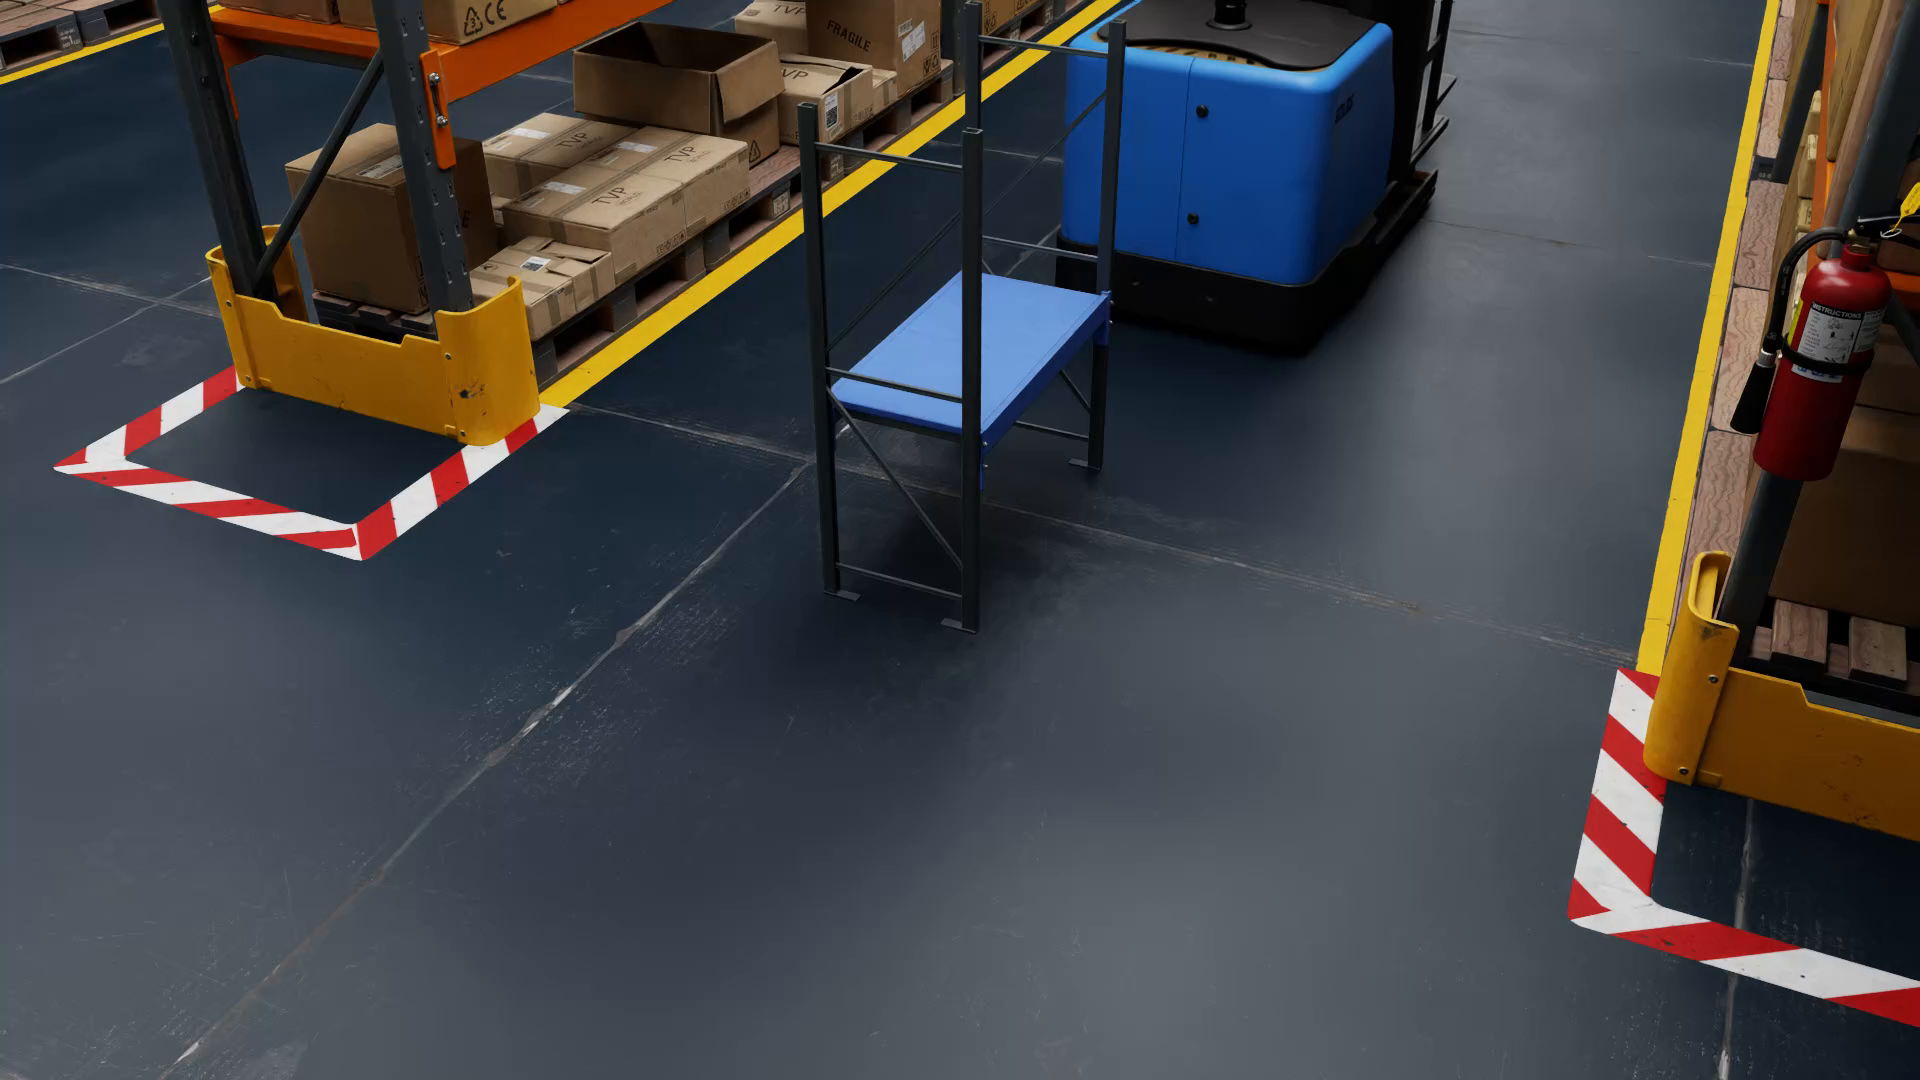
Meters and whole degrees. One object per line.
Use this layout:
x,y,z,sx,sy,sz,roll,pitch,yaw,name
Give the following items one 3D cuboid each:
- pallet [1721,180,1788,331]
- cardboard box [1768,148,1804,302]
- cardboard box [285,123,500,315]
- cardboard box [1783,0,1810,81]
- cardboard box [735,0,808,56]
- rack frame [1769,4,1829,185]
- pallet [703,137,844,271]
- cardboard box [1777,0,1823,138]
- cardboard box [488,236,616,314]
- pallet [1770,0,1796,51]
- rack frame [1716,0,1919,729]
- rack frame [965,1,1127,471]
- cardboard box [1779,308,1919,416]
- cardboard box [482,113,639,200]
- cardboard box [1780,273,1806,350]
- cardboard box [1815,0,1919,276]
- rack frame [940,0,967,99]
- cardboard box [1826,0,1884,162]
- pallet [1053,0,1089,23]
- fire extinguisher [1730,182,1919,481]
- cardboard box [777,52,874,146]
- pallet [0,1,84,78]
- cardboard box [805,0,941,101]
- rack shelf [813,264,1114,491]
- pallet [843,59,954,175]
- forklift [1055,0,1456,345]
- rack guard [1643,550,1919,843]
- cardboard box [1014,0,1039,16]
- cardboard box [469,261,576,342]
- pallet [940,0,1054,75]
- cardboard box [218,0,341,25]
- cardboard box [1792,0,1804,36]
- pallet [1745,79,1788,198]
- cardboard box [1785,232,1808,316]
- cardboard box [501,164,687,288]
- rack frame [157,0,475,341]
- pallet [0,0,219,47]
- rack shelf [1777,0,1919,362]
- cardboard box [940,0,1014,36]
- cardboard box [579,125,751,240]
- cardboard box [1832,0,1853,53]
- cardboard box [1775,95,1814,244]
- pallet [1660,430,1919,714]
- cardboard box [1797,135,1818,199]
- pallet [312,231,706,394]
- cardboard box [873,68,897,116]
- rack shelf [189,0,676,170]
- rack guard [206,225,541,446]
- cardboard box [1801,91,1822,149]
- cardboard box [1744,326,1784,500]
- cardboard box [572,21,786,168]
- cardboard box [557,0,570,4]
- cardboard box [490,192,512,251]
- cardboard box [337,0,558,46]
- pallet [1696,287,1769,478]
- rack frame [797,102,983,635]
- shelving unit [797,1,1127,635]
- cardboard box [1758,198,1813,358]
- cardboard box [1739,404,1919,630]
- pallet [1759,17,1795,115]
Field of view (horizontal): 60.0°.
3.668,-1.079,6.702,1.003,0.211,1.213,14,36,20,pallet
3.438,-1.137,6.146,0.700,0.500,0.500,14,36,20,cardboard box
-2.113,-1.214,6.244,0.500,0.500,0.500,14,36,20,cardboard box
4.580,-2.679,8.178,0.750,0.750,0.750,15,36,22,cardboard box
-0.816,-2.640,8.592,0.500,0.311,0.500,14,36,20,cardboard box
4.057,-2.605,6.488,1.000,3.000,0.127,14,36,20,rack frame
-1.241,-1.622,7.532,1.003,0.211,1.213,14,36,20,pallet
4.211,-2.236,7.501,0.750,0.750,0.750,15,36,21,cardboard box
-1.525,-1.001,6.224,0.380,0.166,0.250,14,36,20,cardboard box
5.333,-3.056,9.718,1.003,0.211,1.213,14,36,20,pallet
2.384,-0.613,3.450,1.000,3.000,0.127,14,36,20,rack frame
0.248,-0.923,5.290,0.500,1.500,0.032,14,36,20,rack frame
2.474,-0.492,4.570,0.380,0.149,0.250,14,36,20,cardboard box
-1.689,-1.576,7.024,0.500,0.250,0.500,14,36,20,cardboard box
2.580,-0.620,4.765,0.380,0.149,0.250,15,36,22,cardboard box
2.588,-0.995,3.758,0.980,0.700,0.700,16,36,23,cardboard box
-0.444,-3.740,8.218,1.000,3.000,0.127,14,36,20,rack frame
2.882,-1.360,4.315,0.980,0.700,0.700,14,36,20,cardboard box
0.372,-3.597,10.544,1.003,0.211,1.213,14,36,20,pallet
1.902,-0.456,3.620,0.296,0.674,0.183,14,36,20,fire extinguisher
-0.738,-2.077,7.733,0.500,0.311,0.500,14,36,20,cardboard box
-5.722,-2.727,9.217,1.003,0.211,1.213,14,36,20,pallet
-0.424,-2.530,8.251,0.500,0.500,0.500,14,36,20,cardboard box
0.036,-0.519,5.002,0.538,0.185,1.000,14,36,20,rack shelf
-0.732,-2.232,8.462,1.003,0.211,1.213,14,36,20,pallet
1.511,-2.745,6.763,1.130,2.935,3.031,16,37,23,forklift
2.374,0.444,4.117,1.175,0.500,0.348,14,36,20,rack guard
0.193,-3.332,9.474,0.500,0.500,0.500,15,36,21,cardboard box
-1.630,-0.869,6.039,0.380,0.149,0.250,14,36,20,cardboard box
-0.138,-2.988,9.614,1.003,0.211,1.213,14,36,20,pallet
-2.177,-2.075,5.588,0.500,0.500,0.500,15,36,22,cardboard box
4.932,-3.103,8.825,0.750,0.750,0.750,14,36,20,cardboard box
4.312,-1.841,7.865,1.003,0.211,1.213,14,36,20,pallet
3.005,-0.615,5.349,0.700,0.500,0.500,13,35,19,cardboard box
-1.423,-1.237,6.507,0.500,0.250,0.500,14,36,20,cardboard box
-2.117,-1.748,5.180,1.000,3.000,0.127,14,36,20,rack frame
-5.213,-3.337,10.147,1.003,0.211,1.213,14,36,20,pallet
3.221,-1.309,5.166,1.077,0.370,4.000,14,36,20,rack shelf
-0.020,-3.064,9.065,0.500,0.500,0.500,13,35,18,cardboard box
-1.214,-1.486,6.887,0.500,0.250,0.500,14,36,20,cardboard box
3.210,-1.738,4.891,0.980,0.700,0.700,12,35,18,cardboard box
3.651,-1.387,6.526,0.700,0.500,0.500,15,36,21,cardboard box
2.647,0.137,4.849,1.003,0.211,1.213,14,36,20,pallet
3.124,-1.269,5.755,0.380,0.149,0.250,13,35,19,cardboard box
-1.753,-1.017,6.608,1.003,0.211,1.213,14,36,20,pallet
-0.527,-2.182,8.042,0.380,0.149,0.250,14,36,20,cardboard box
-1.280,-2.443,6.896,1.077,0.370,4.000,14,36,20,rack shelf
-2.085,-0.740,5.923,1.175,0.500,0.348,14,36,20,rack guard
3.342,-1.529,6.152,0.380,0.149,0.250,15,36,22,cardboard box
2.795,-0.364,4.967,0.700,0.500,0.500,14,36,20,cardboard box
-1.225,-1.943,7.353,0.797,0.503,0.637,14,36,20,cardboard box
-1.481,-2.208,5.791,0.500,0.500,0.500,14,36,20,cardboard box
-1.862,-1.255,6.612,0.380,0.166,0.250,14,36,20,cardboard box
-1.692,-1.950,5.397,0.500,0.500,0.500,15,36,21,cardboard box
3.159,-0.469,5.772,1.003,0.211,1.213,14,36,20,pallet
-0.177,-0.417,4.517,0.500,1.500,0.032,14,36,20,rack frame
0.036,-0.670,4.904,0.538,1.500,1.048,14,36,20,shelving unit
3.221,-0.882,5.757,0.700,0.500,0.500,15,36,22,cardboard box
2.586,-0.115,4.587,0.700,0.500,0.500,14,36,20,cardboard box
4.821,-2.451,8.795,1.003,0.211,1.213,14,36,20,pallet
